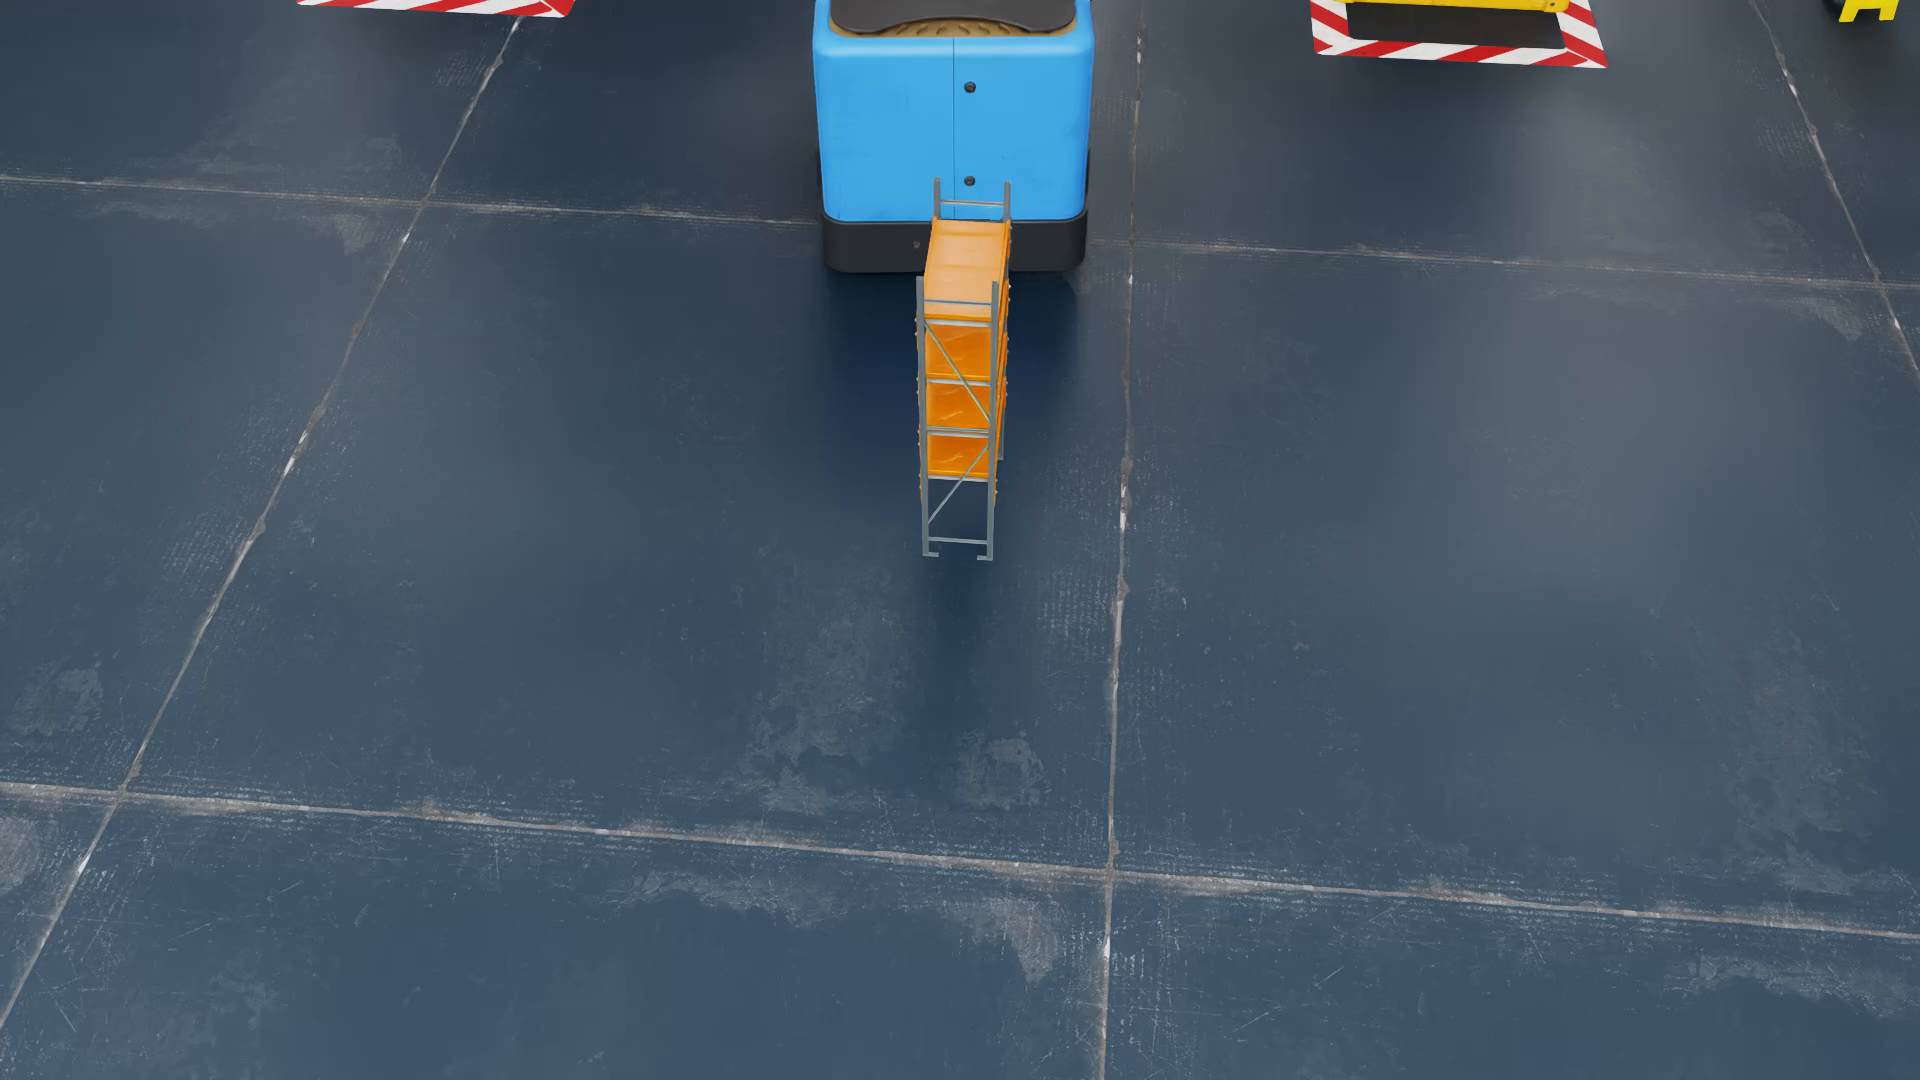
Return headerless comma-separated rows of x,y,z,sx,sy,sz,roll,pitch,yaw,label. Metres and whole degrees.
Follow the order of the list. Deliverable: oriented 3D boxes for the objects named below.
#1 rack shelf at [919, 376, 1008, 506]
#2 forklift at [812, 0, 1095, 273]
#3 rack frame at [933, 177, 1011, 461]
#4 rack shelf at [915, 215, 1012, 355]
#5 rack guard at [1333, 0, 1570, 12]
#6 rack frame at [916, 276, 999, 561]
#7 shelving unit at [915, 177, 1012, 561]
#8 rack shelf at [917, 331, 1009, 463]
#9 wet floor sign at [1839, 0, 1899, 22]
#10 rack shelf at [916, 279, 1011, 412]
0.015,-0.347,5.615,0.258,0.148,0.480,4,48,4,rack shelf
-0.044,-3.127,6.624,1.130,2.935,3.031,-1,48,-1,forklift
0.037,-0.706,5.583,0.240,1.200,0.015,4,48,4,rack frame
0.015,-0.792,5.129,0.258,0.148,0.480,4,48,4,rack shelf
2.404,-2.900,8.064,1.175,0.500,0.348,4,48,4,rack guard
-0.007,-0.347,5.255,0.240,1.200,0.015,4,48,4,rack frame
0.015,-0.527,5.419,0.258,1.200,0.503,4,48,4,shelving unit
0.015,-0.481,5.468,0.258,0.148,0.480,4,48,4,rack shelf
4.375,-2.812,7.885,0.267,0.644,0.232,-4,48,-3,wet floor sign
0.015,-0.632,5.303,0.258,0.148,0.480,4,48,4,rack shelf
